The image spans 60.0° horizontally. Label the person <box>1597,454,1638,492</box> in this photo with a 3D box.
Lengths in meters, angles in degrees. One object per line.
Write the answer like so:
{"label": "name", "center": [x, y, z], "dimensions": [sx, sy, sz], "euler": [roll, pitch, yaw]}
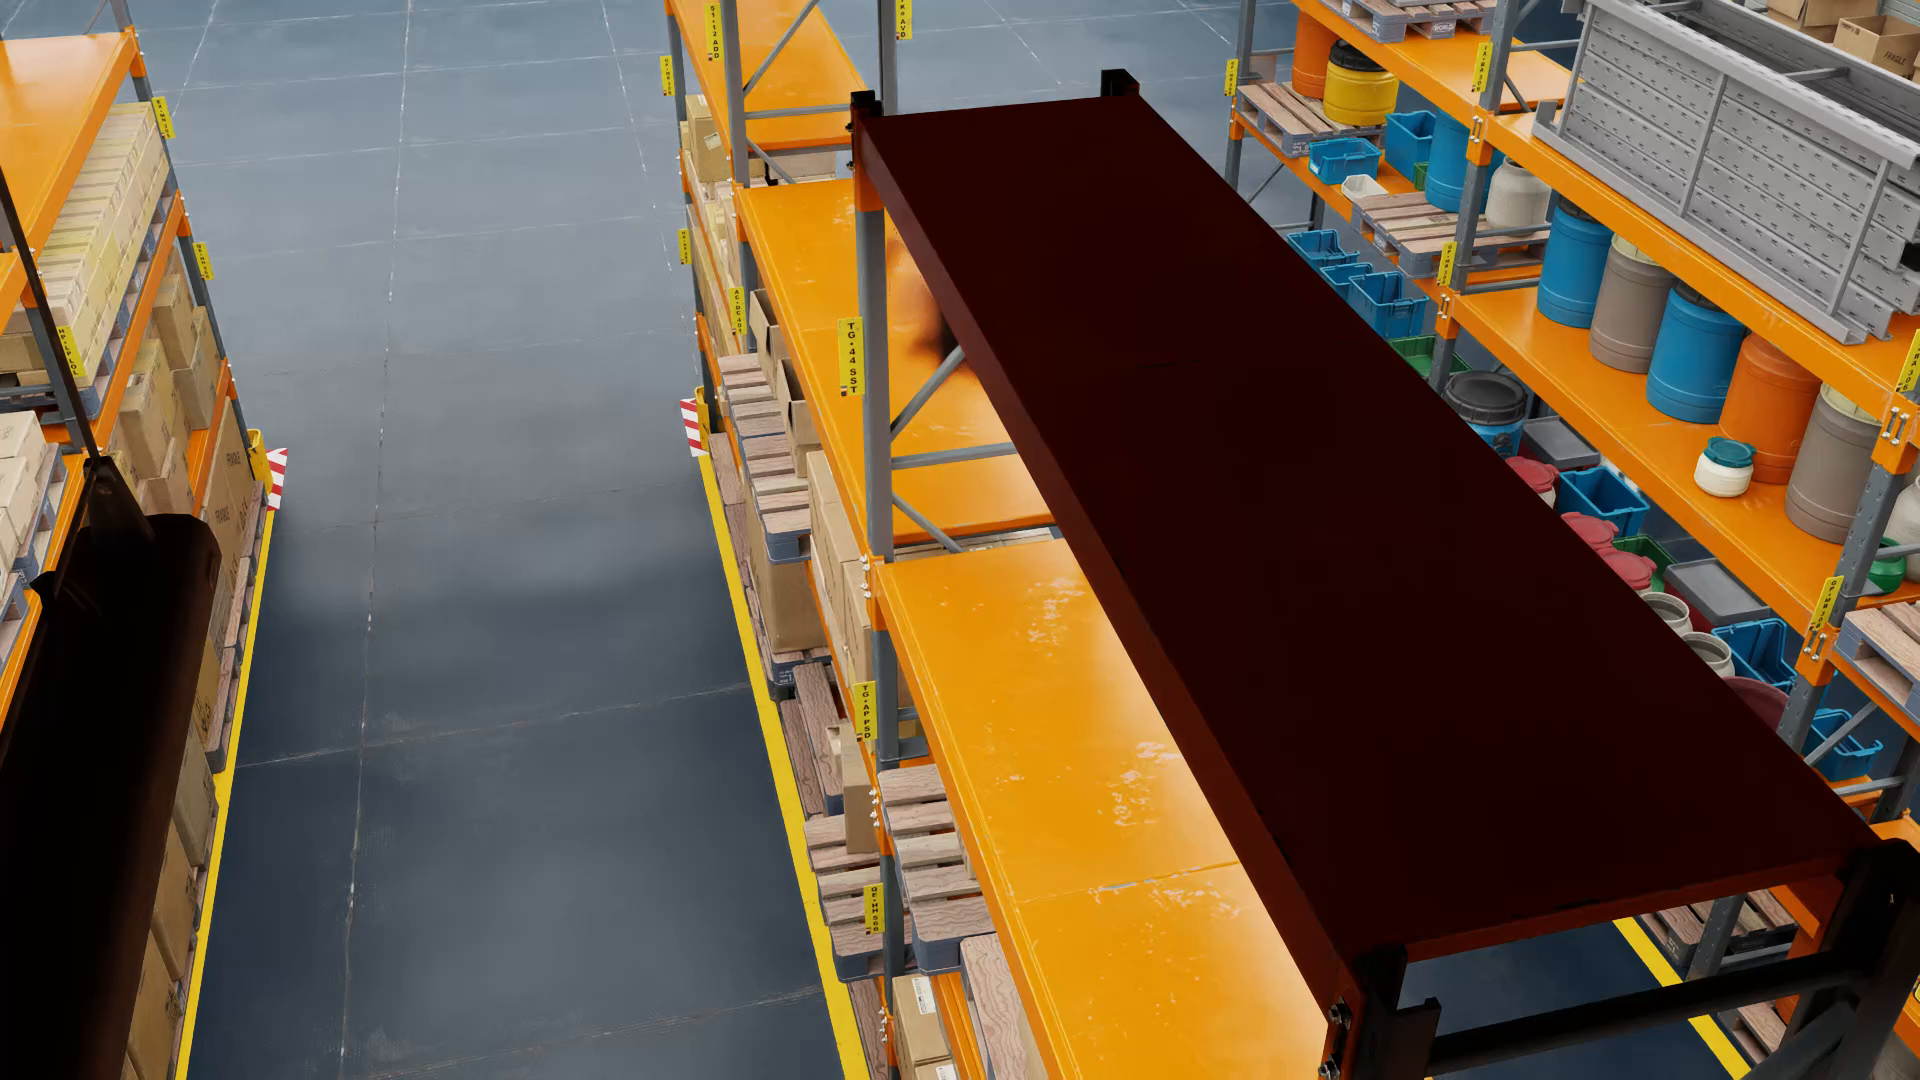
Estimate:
{"label": "person", "center": [5.271, -0.625, 13.465], "dimensions": [0.625, 1.731, 1.037], "euler": [-10, 36, -14]}
